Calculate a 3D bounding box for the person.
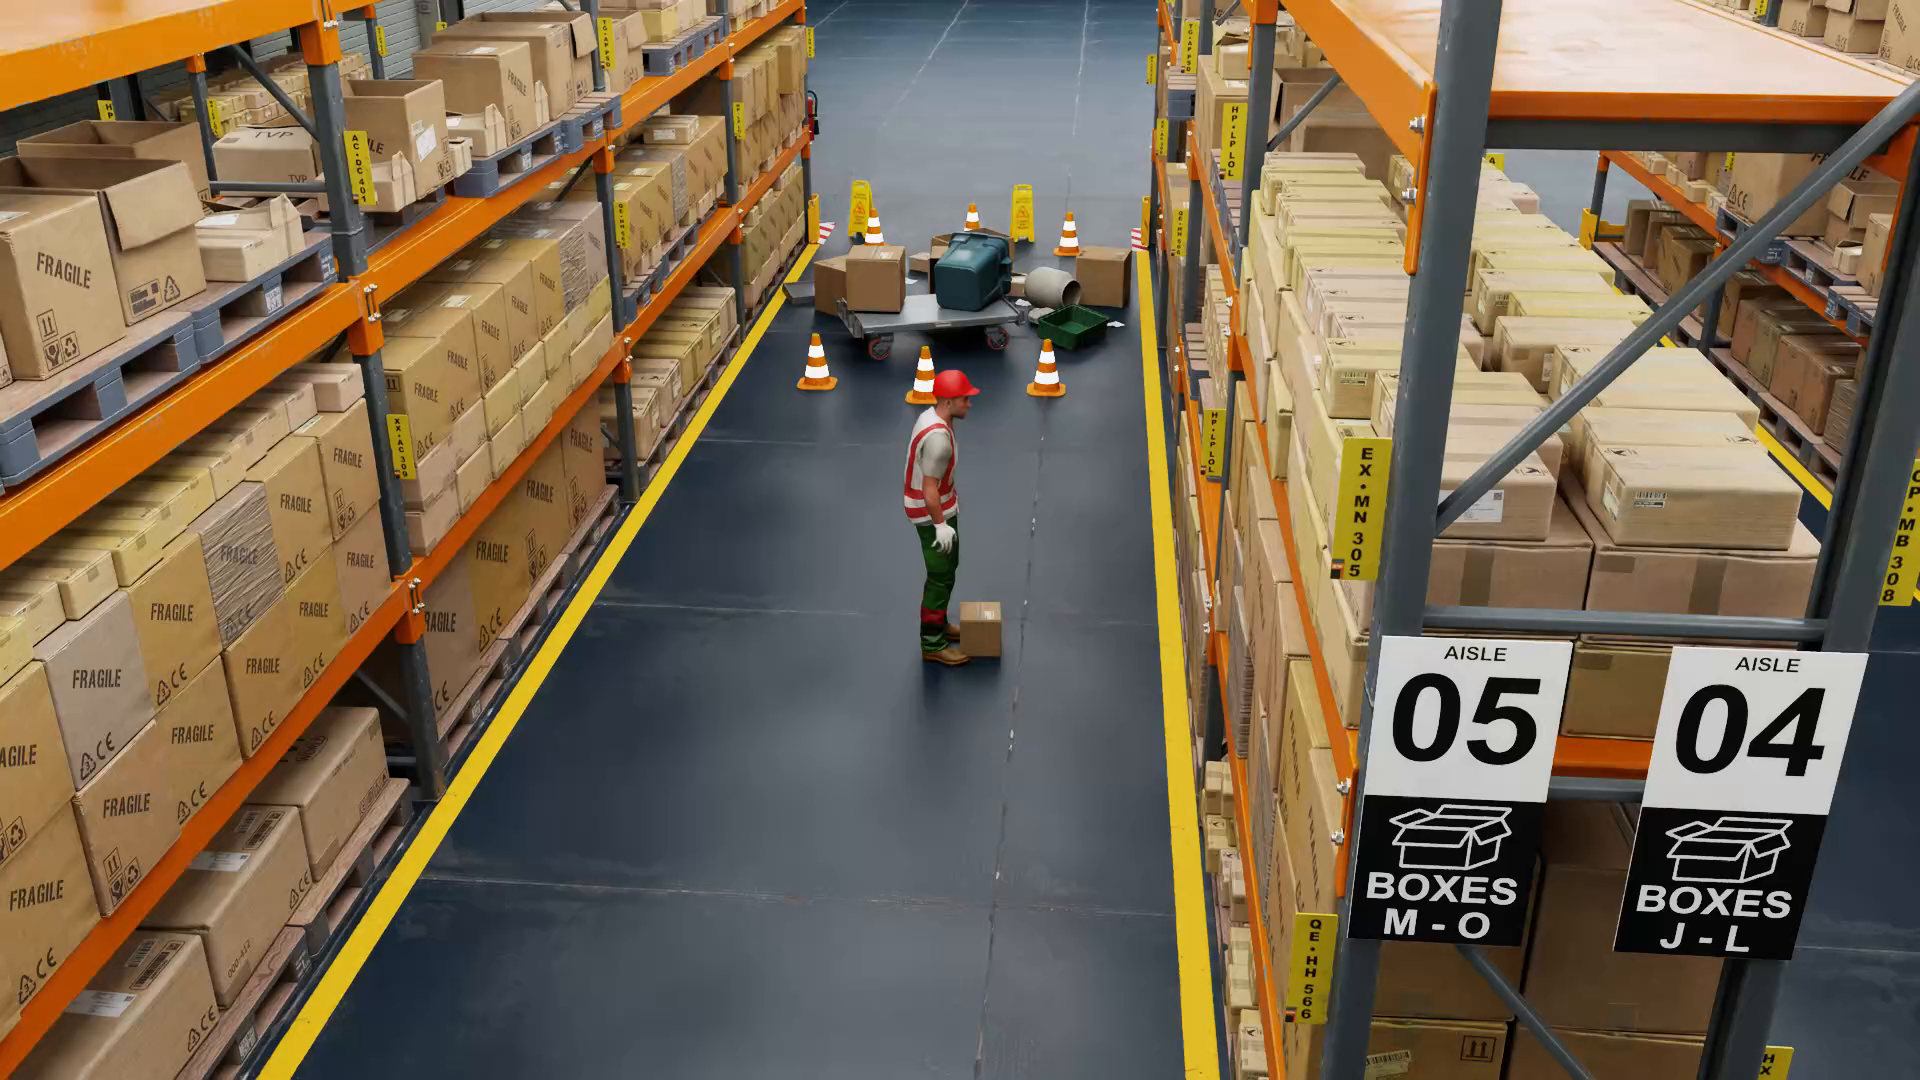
[{"bbox_3d":[-0.107,-0.153,9.925,0.449,1.778,0.610,1,24,2],"label":"person"}]
